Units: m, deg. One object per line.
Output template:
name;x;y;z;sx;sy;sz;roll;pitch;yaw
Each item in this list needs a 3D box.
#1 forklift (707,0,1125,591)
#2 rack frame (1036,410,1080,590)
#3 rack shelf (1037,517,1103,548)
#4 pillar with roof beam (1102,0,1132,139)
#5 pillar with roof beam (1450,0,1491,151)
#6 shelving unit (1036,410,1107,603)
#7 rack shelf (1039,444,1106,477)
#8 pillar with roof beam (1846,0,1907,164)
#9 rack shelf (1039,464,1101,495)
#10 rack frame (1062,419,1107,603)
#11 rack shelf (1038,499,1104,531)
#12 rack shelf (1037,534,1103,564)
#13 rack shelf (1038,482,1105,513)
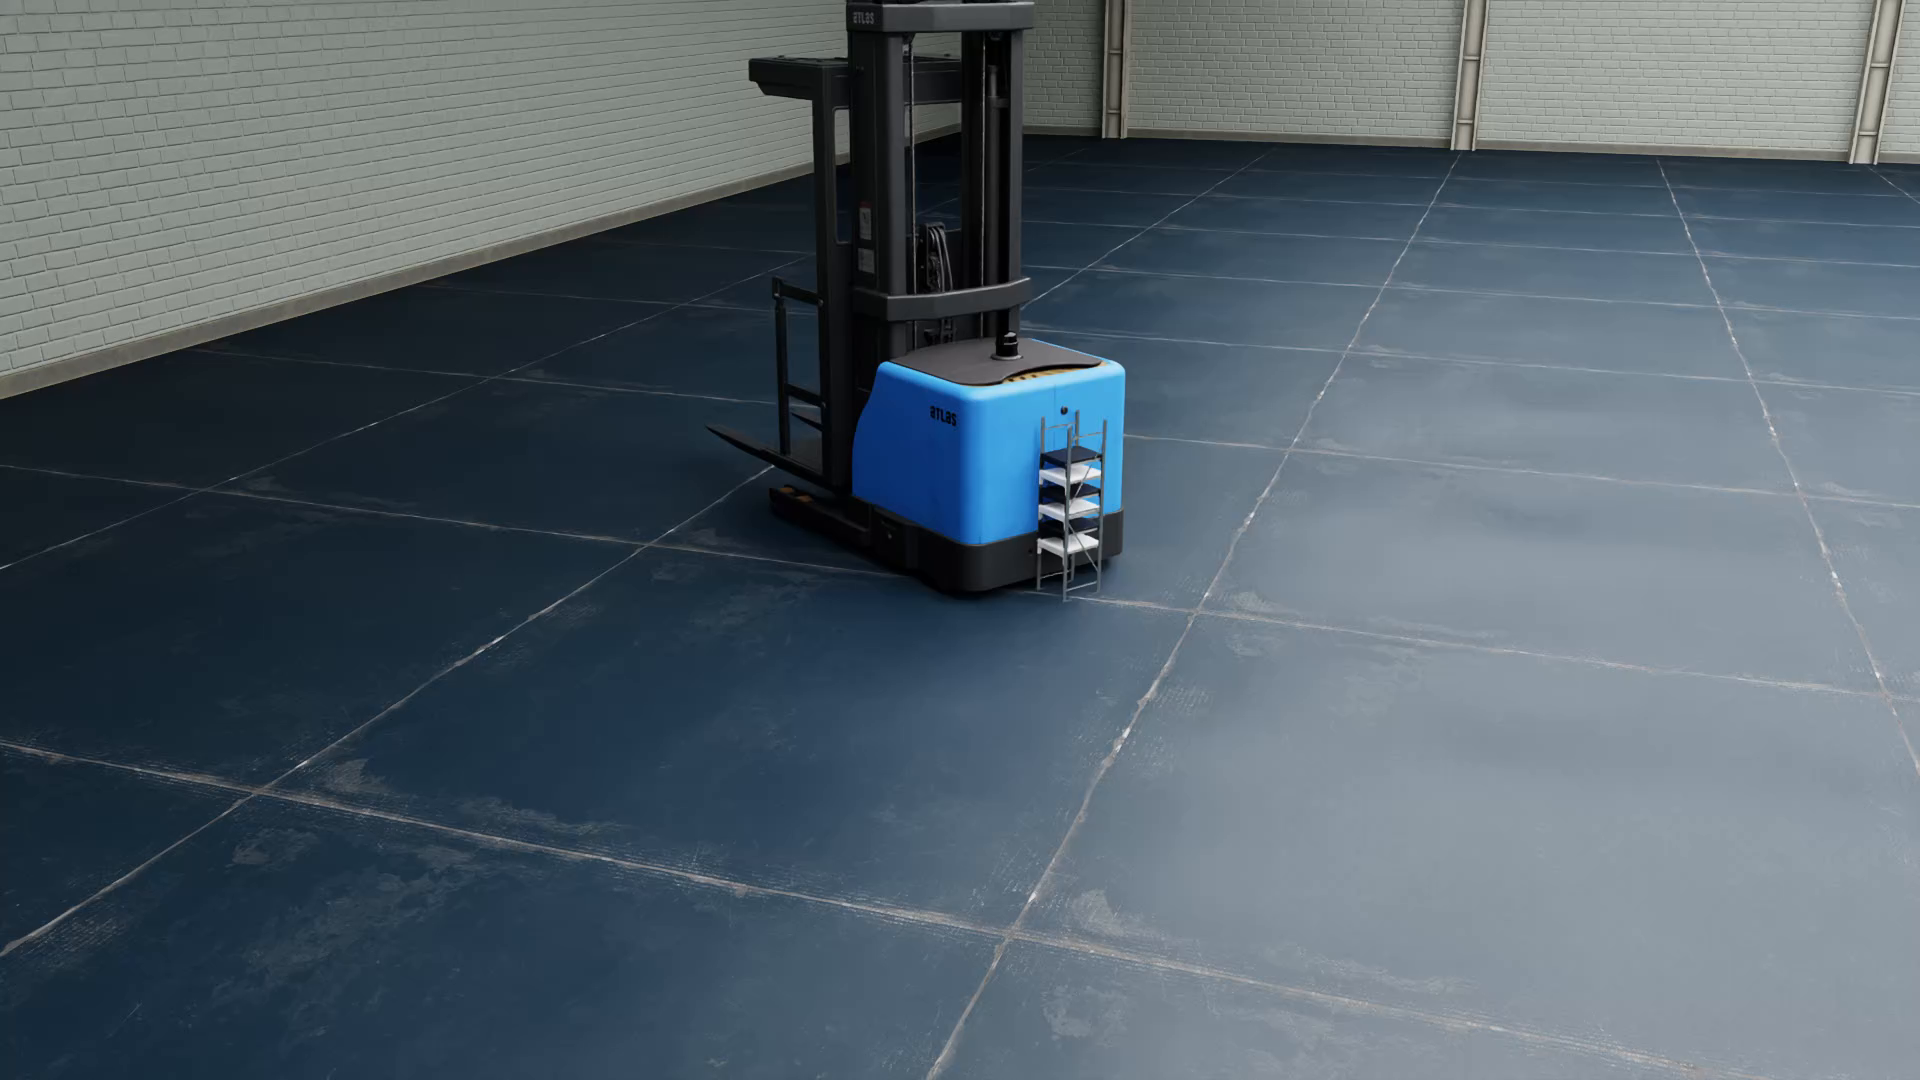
forklift;-0.427;-1.553;9.079;1.130;2.935;3.031;-14;23;-34
rack frame;0.486;-0.194;8.254;0.240;0.900;0.006;-14;24;-34
rack shelf;0.544;-0.049;8.219;0.258;0.077;0.200;-14;24;-34
pillar with roof beam;1.347;-10.105;24.395;0.400;9.000;9.100;7;20;18
pillar with roof beam;7.015;-9.457;22.536;0.400;9.000;9.100;7;20;18
shelving unit;0.546;-0.165;8.177;0.258;0.900;0.210;-14;24;-34
rack shelf;0.548;-0.387;8.096;0.258;0.077;0.200;-14;24;-34
pillar with roof beam;12.683;-8.809;20.676;0.400;9.000;9.100;7;20;18
rack shelf;0.547;-0.303;8.127;0.258;0.077;0.200;-14;24;-34
rack frame;0.606;-0.136;8.100;0.240;0.900;0.006;-14;24;-34
rack shelf;0.545;-0.134;8.188;0.258;0.077;0.200;-14;24;-34
rack shelf;0.543;0.035;8.250;0.258;0.077;0.200;-14;24;-34
rack shelf;0.546;-0.218;8.157;0.258;0.077;0.200;-14;24;-34
